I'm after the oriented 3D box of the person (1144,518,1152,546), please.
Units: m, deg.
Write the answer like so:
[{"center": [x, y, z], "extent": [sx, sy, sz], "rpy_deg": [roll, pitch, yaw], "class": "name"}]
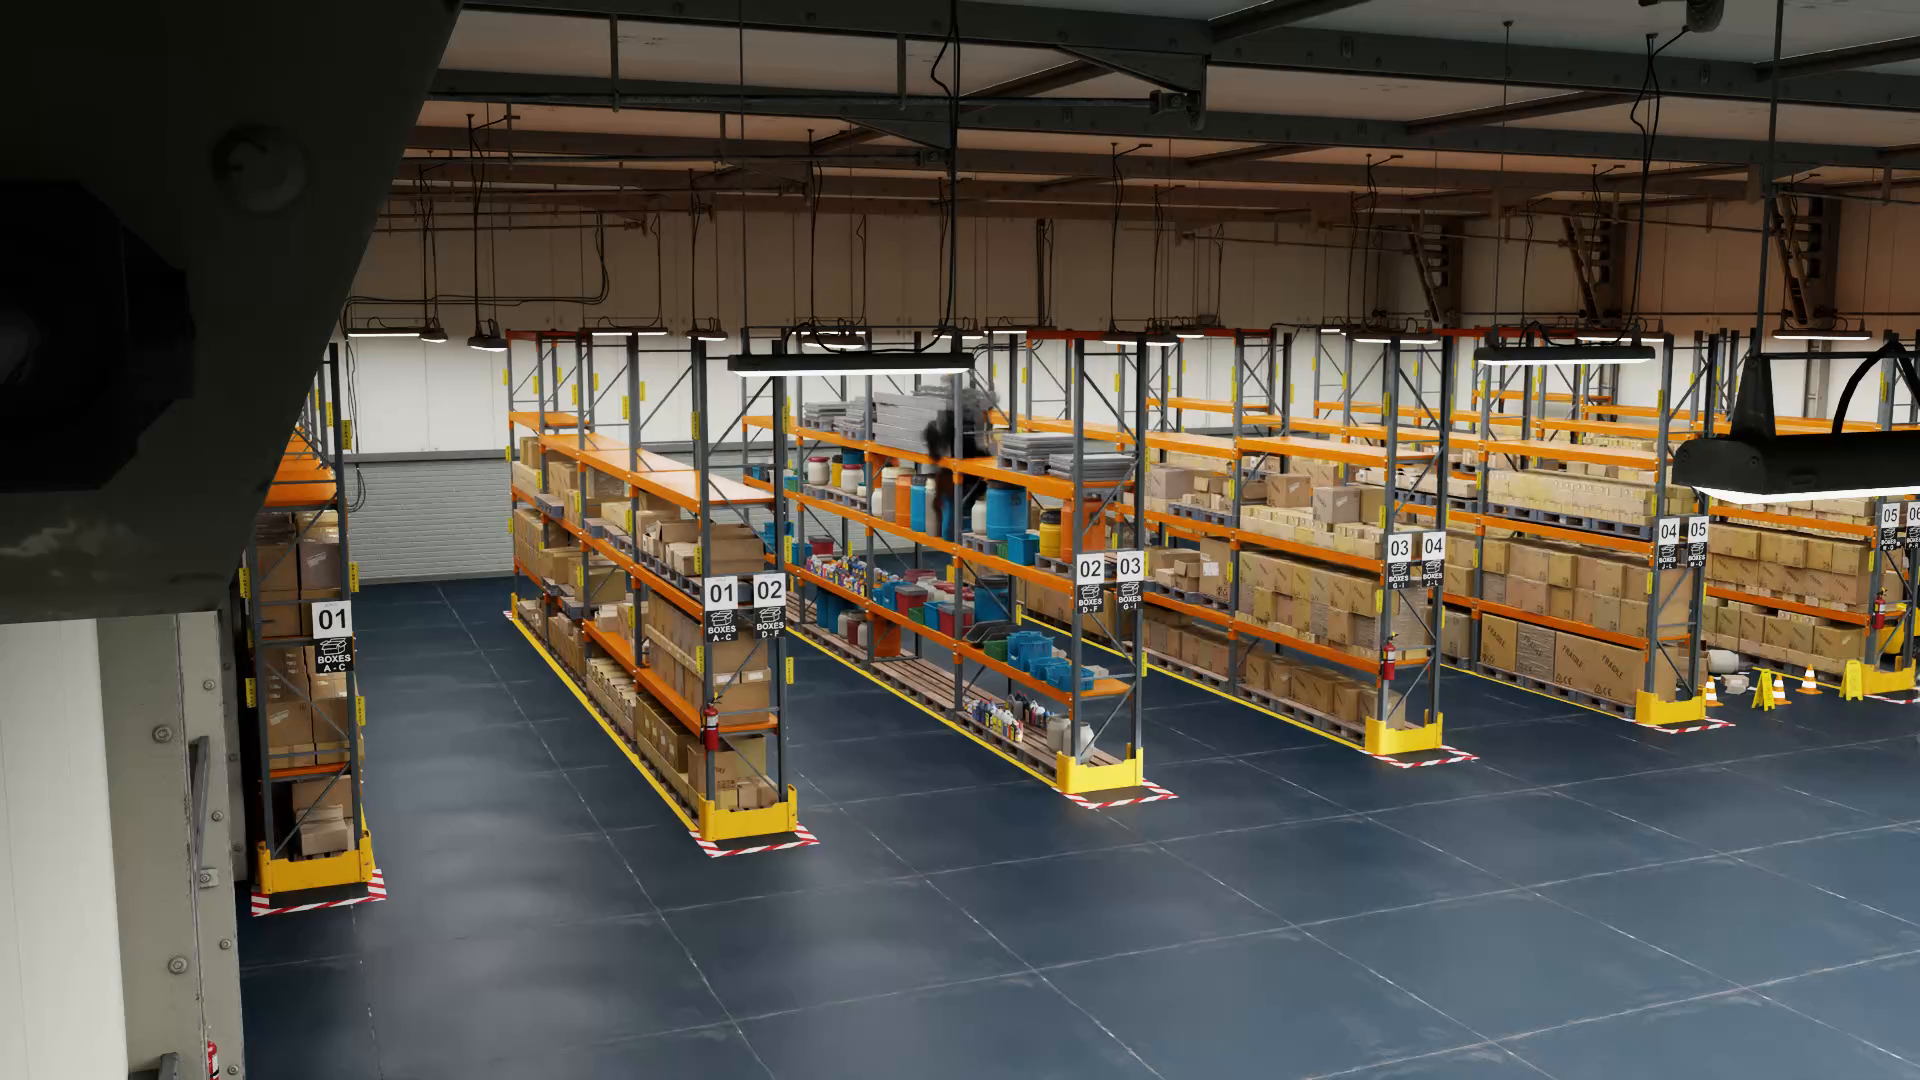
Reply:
[{"center": [4.091, 0.299, 37.787], "extent": [0.693, 1.790, 1.024], "rpy_deg": [-3, 8, -23], "class": "person"}]
